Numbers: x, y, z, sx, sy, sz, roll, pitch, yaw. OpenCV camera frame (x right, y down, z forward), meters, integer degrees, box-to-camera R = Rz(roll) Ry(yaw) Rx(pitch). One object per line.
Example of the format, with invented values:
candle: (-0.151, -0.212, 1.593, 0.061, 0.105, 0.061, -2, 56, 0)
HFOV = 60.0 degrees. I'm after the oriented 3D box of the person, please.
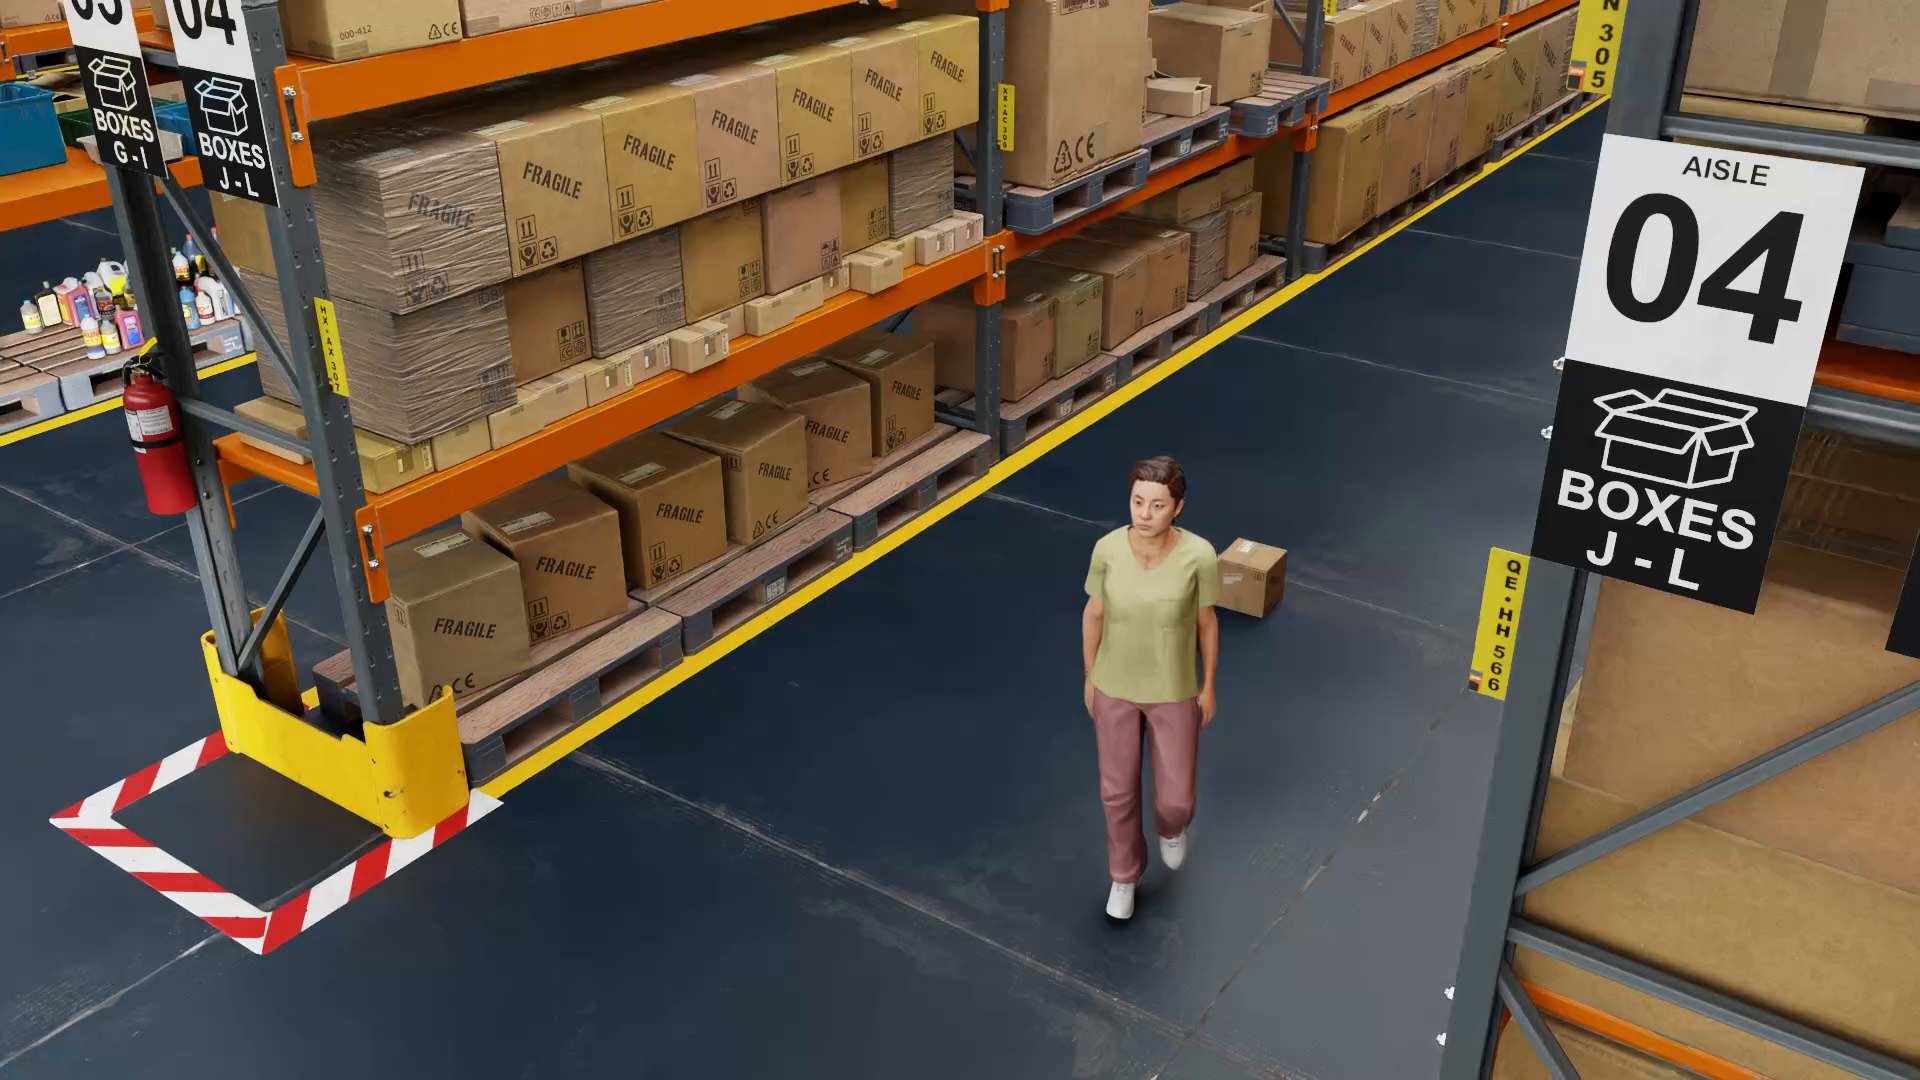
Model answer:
person: (0.627, 0.499, 5.590, 0.465, 1.658, 0.496, 7, 28, 13)
